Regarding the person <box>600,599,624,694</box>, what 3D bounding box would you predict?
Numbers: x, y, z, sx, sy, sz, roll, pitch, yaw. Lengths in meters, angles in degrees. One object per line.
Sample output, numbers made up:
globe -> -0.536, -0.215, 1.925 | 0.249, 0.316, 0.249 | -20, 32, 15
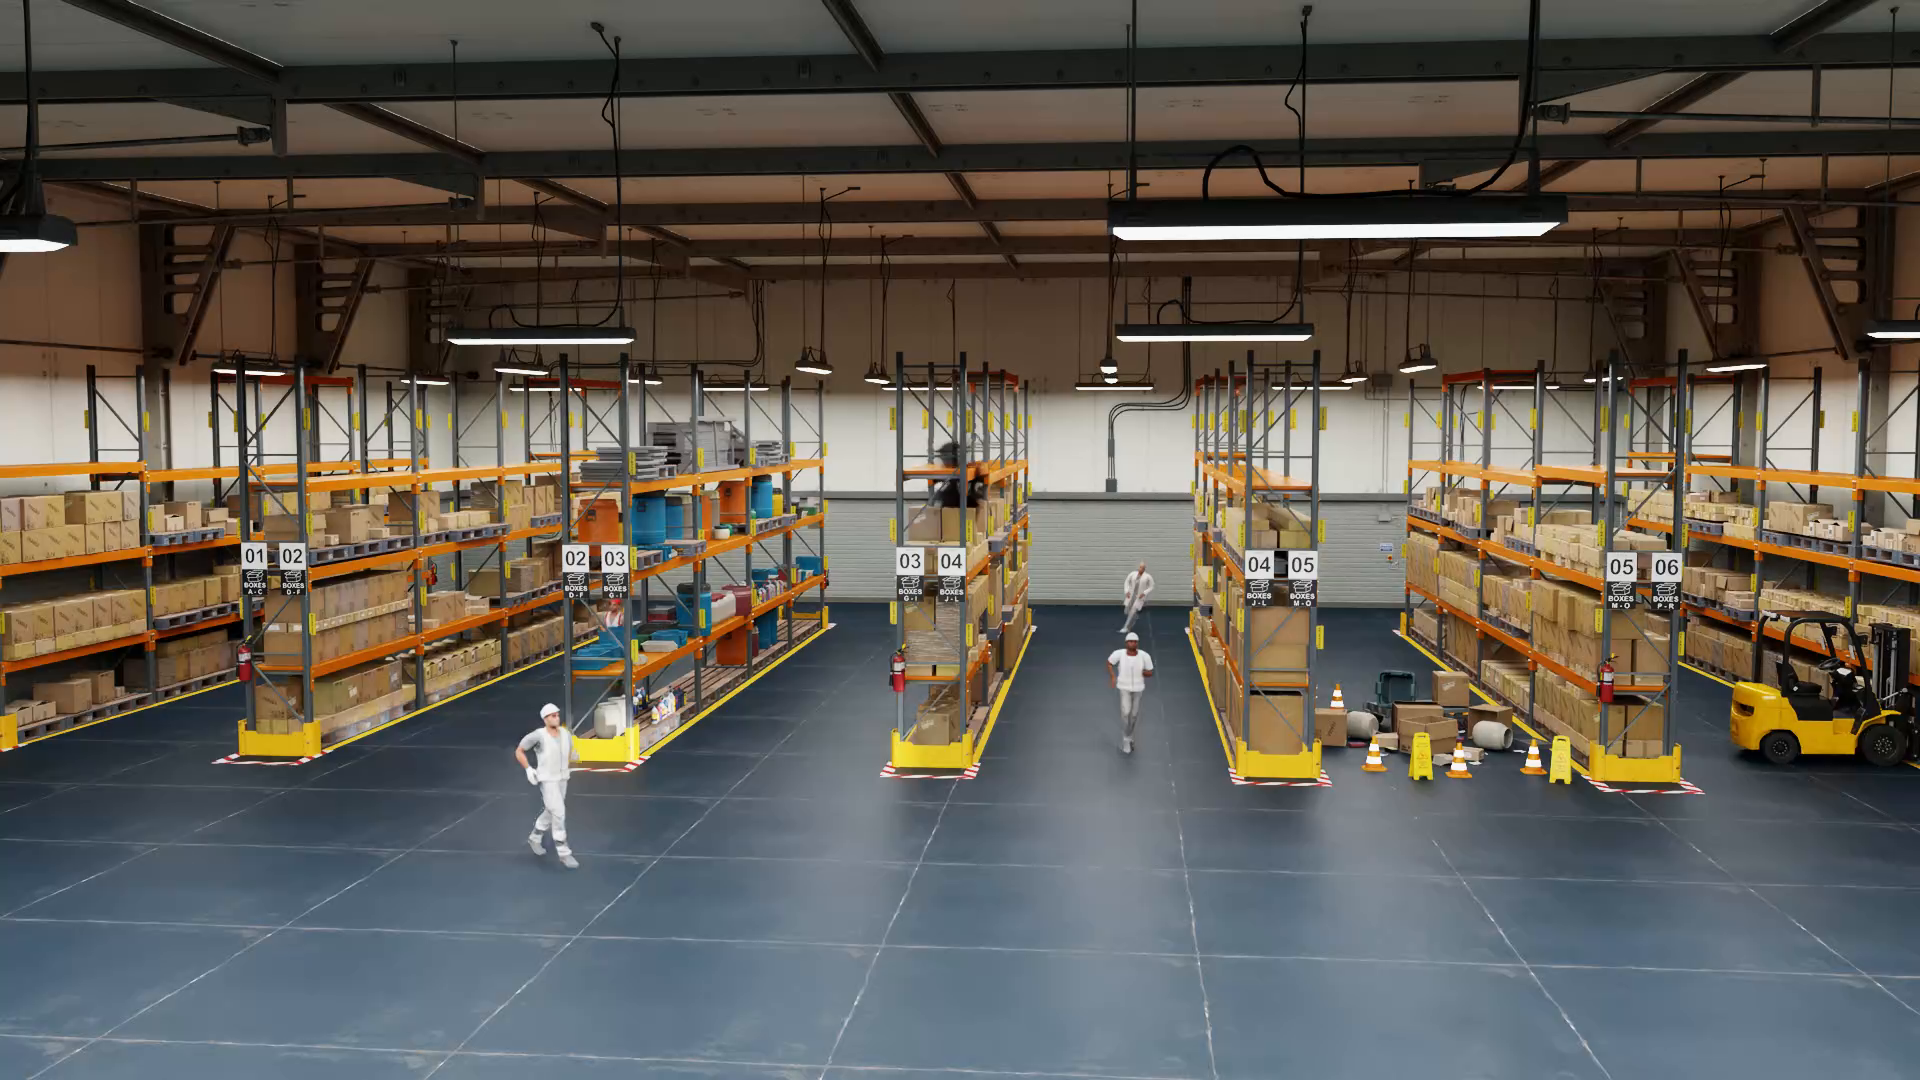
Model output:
person -> -6.380, 1.941, 30.602 | 0.631, 1.785, 0.701 | 0, 4, 3

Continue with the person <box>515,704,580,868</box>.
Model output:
person -> -4.608, 2.745, 18.839 | 0.905, 1.800, 0.632 | 3, 5, 32

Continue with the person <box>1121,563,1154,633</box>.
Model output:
person -> 4.236, 1.371, 39.414 | 0.763, 1.658, 0.676 | 2, 4, 25

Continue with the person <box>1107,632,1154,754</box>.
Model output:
person -> 2.618, 2.317, 25.425 | 0.675, 1.830, 0.790 | 0, 4, -6
